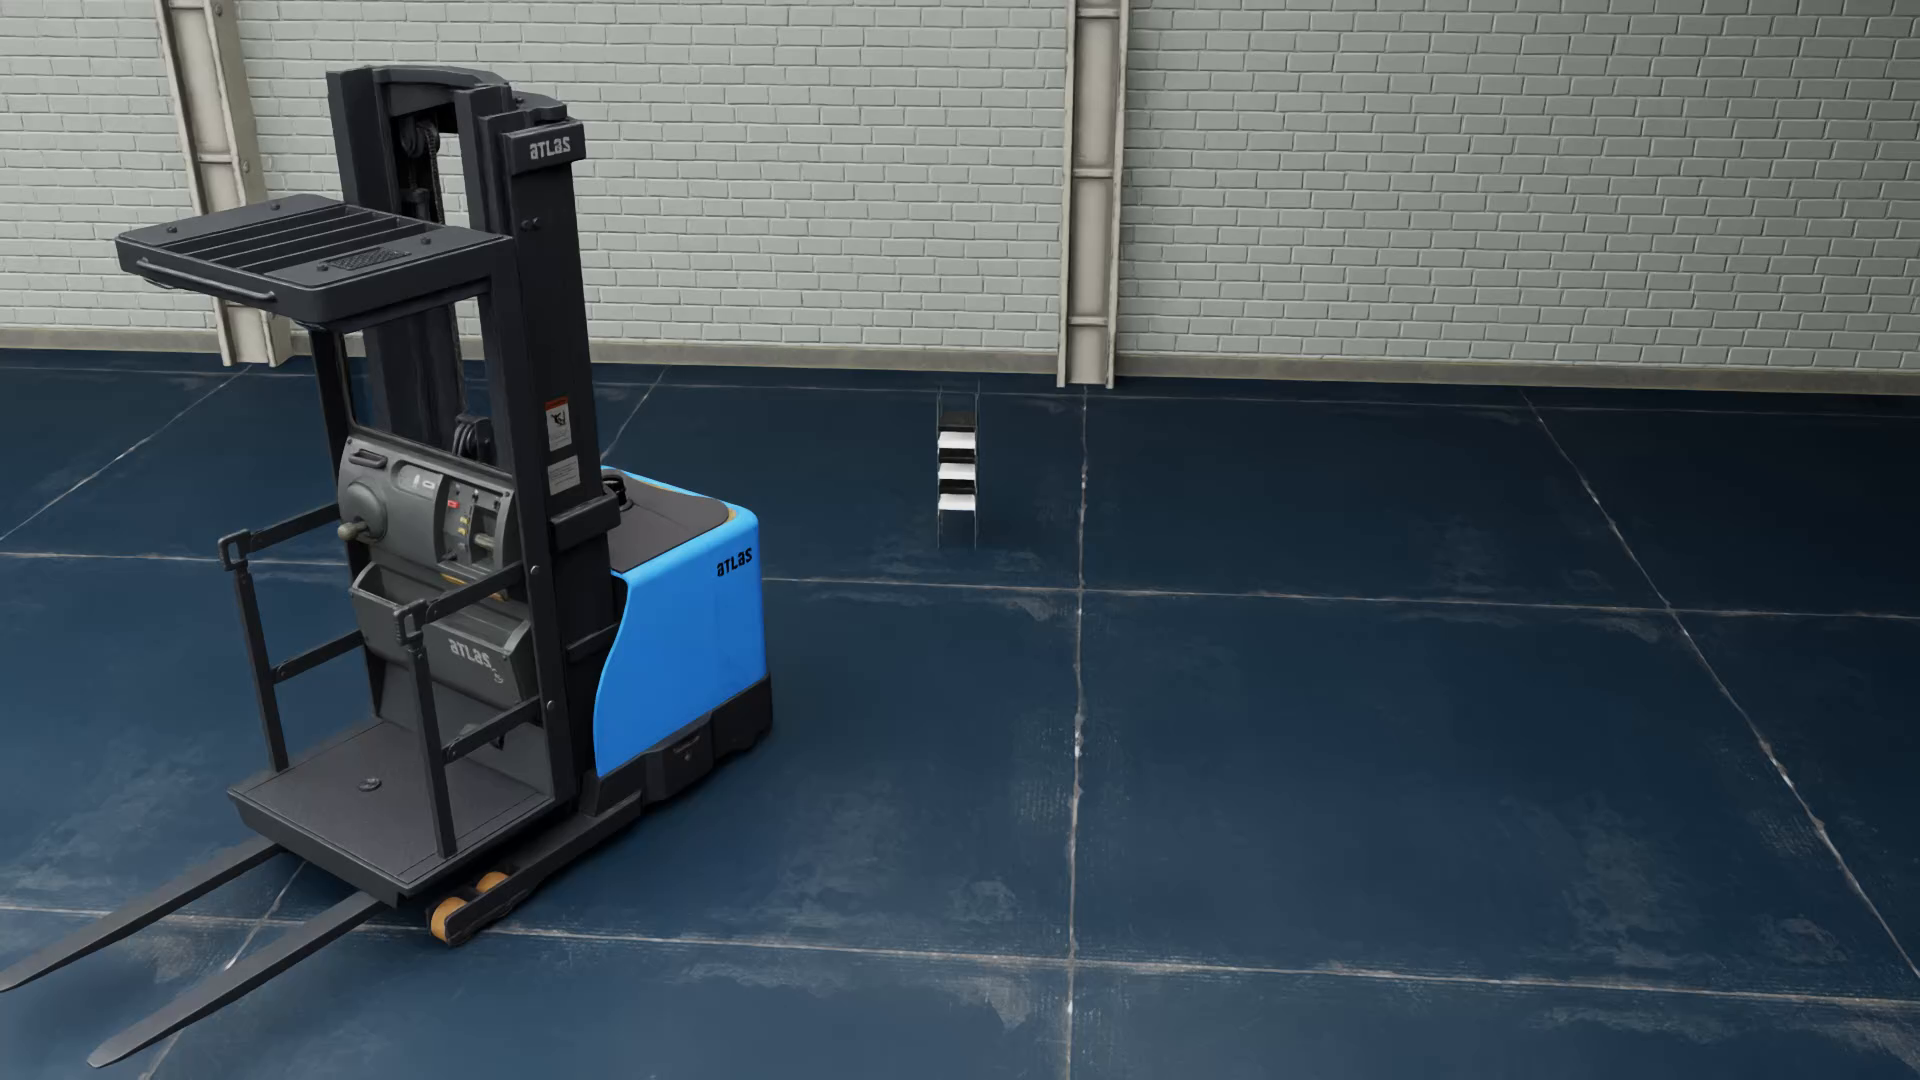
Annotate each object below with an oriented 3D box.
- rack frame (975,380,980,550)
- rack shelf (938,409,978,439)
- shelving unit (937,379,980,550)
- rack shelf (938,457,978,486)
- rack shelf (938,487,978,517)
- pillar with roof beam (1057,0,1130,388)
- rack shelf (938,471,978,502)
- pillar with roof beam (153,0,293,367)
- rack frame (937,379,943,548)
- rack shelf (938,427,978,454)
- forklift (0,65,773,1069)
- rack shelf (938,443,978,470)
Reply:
[{"bbox_3d":[0.093,-0.406,9.055,0.006,0.900,0.240,2,25,4],"label":"rack frame"},{"bbox_3d":[-0.008,-0.624,8.964,0.200,0.077,0.258,2,25,4],"label":"rack shelf"},{"bbox_3d":[-0.008,-0.409,9.062,0.210,0.900,0.258,2,25,4],"label":"shelving unit"},{"bbox_3d":[-0.008,-0.379,9.076,0.200,0.077,0.258,2,25,4],"label":"rack shelf"},{"bbox_3d":[-0.008,-0.215,9.152,0.200,0.077,0.258,2,25,4],"label":"rack shelf"},{"bbox_3d":[0.553,-3.416,5.908,0.400,9.000,9.100,2,25,4],"label":"pillar with roof beam"},{"bbox_3d":[-0.008,-0.297,9.114,0.200,0.077,0.258,2,25,4],"label":"rack shelf"},{"bbox_3d":[-5.429,-3.608,6.326,0.400,9.000,9.100,2,25,4],"label":"pillar with roof beam"},{"bbox_3d":[-0.109,-0.412,9.070,0.006,0.900,0.240,2,25,4],"label":"rack frame"},{"bbox_3d":[-0.008,-0.542,9.001,0.200,0.077,0.258,2,25,4],"label":"rack shelf"},{"bbox_3d":[-2.084,-0.089,5.937,1.130,2.935,3.031,16,29,31],"label":"forklift"},{"bbox_3d":[-0.008,-0.461,9.039,0.200,0.077,0.258,2,25,4],"label":"rack shelf"}]
